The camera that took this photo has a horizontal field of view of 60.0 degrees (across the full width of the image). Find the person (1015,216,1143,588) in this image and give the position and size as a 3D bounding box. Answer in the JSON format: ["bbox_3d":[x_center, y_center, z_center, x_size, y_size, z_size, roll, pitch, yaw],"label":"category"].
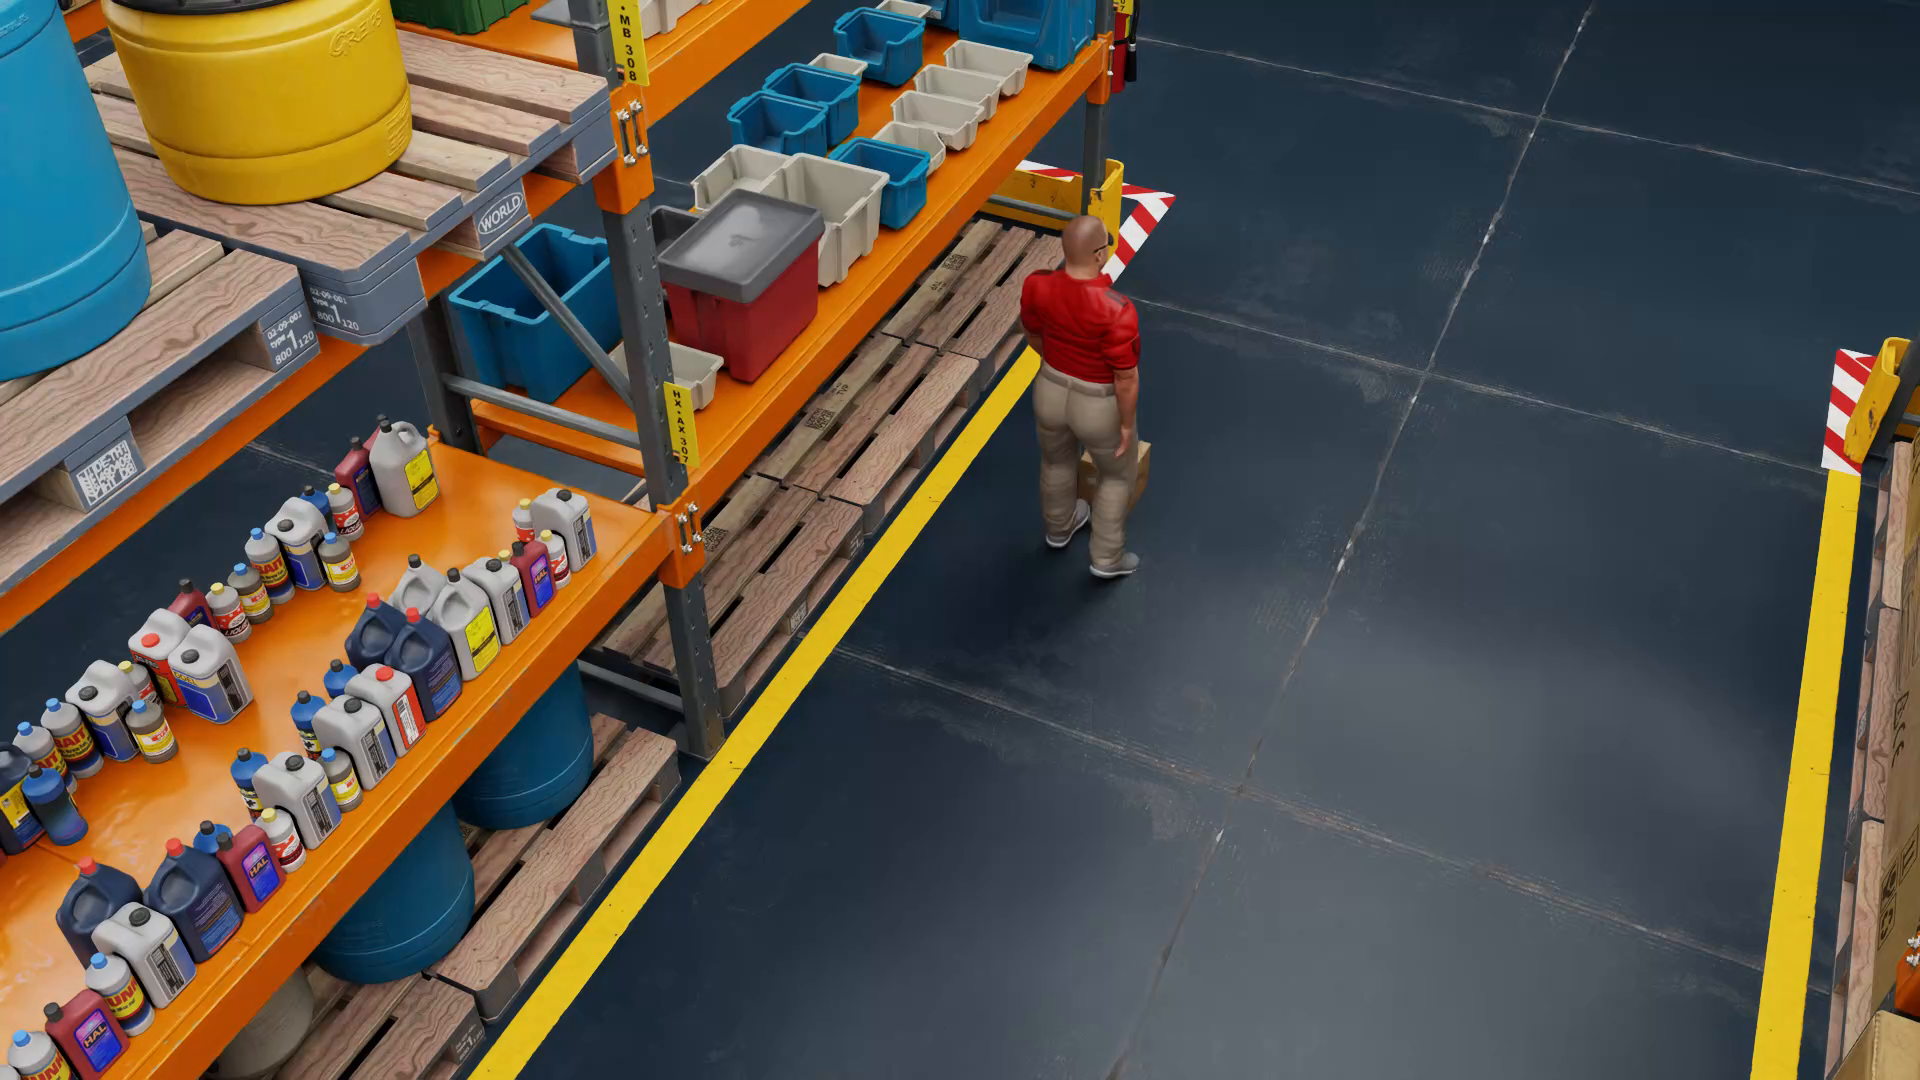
[{"bbox_3d":[0.483,-0.561,6.813,0.532,1.719,0.357,18,45,19],"label":"person"}]
